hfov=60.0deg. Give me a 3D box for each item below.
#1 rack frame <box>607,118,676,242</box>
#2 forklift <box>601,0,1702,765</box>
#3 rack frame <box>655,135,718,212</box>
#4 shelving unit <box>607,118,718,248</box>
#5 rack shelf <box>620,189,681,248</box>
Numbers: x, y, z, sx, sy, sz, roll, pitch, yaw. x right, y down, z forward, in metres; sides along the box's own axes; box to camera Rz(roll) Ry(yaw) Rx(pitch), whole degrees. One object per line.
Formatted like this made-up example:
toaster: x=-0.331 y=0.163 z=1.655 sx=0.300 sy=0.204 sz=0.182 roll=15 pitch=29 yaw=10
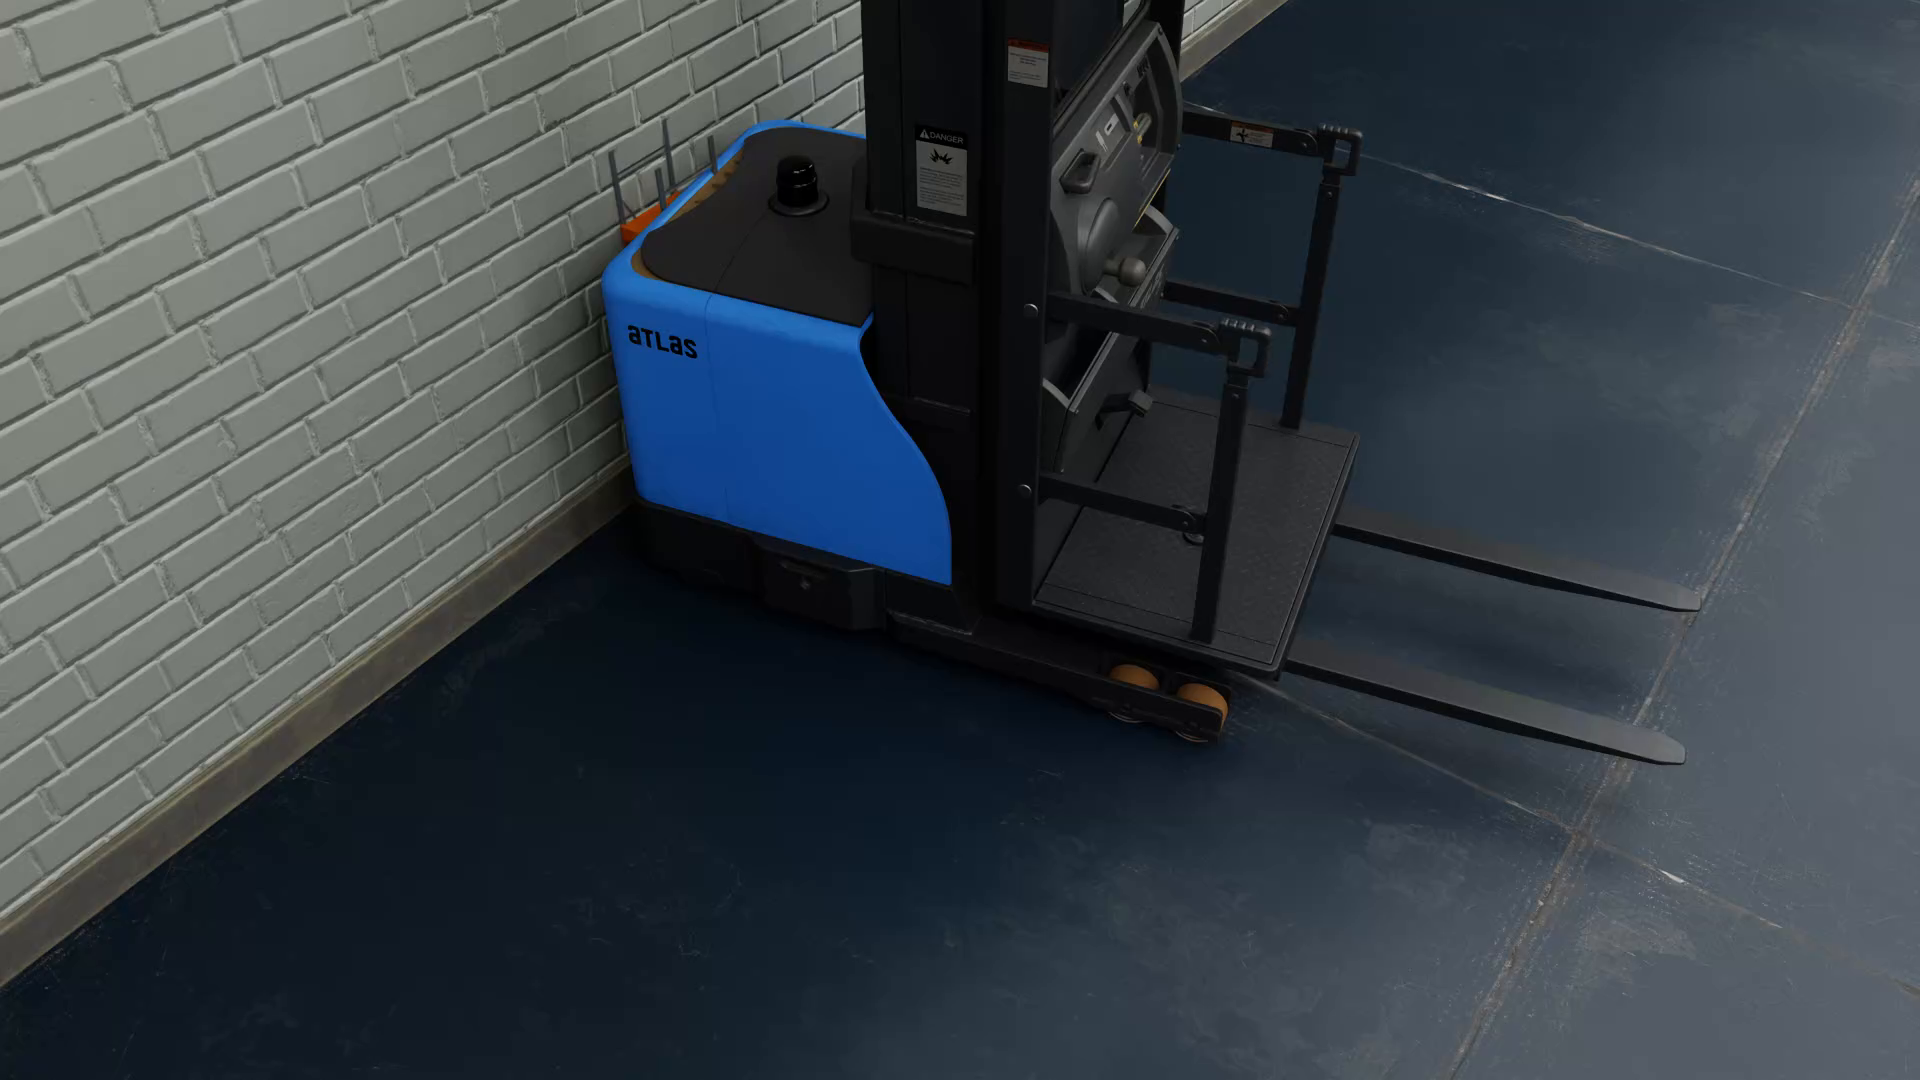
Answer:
rack frame: x=-0.917 y=-0.716 z=5.172 sx=0.006 sy=1.200 sz=0.240 roll=24 pitch=48 yaw=26
forklift: x=0.583 y=-0.935 z=4.097 sx=3.031 sy=2.935 sz=1.130 roll=15 pitch=44 yaw=16
rack frame: x=-0.767 y=-0.647 z=5.093 sx=0.006 sy=1.200 sz=0.240 roll=24 pitch=48 yaw=26
shelving unit: x=-0.842 y=-0.682 z=5.132 sx=0.189 sy=1.200 sz=0.258 roll=24 pitch=48 yaw=26
rack shelf: x=-0.848 y=-0.916 z=4.921 sx=0.180 sy=0.103 sz=0.258 roll=24 pitch=48 yaw=26
